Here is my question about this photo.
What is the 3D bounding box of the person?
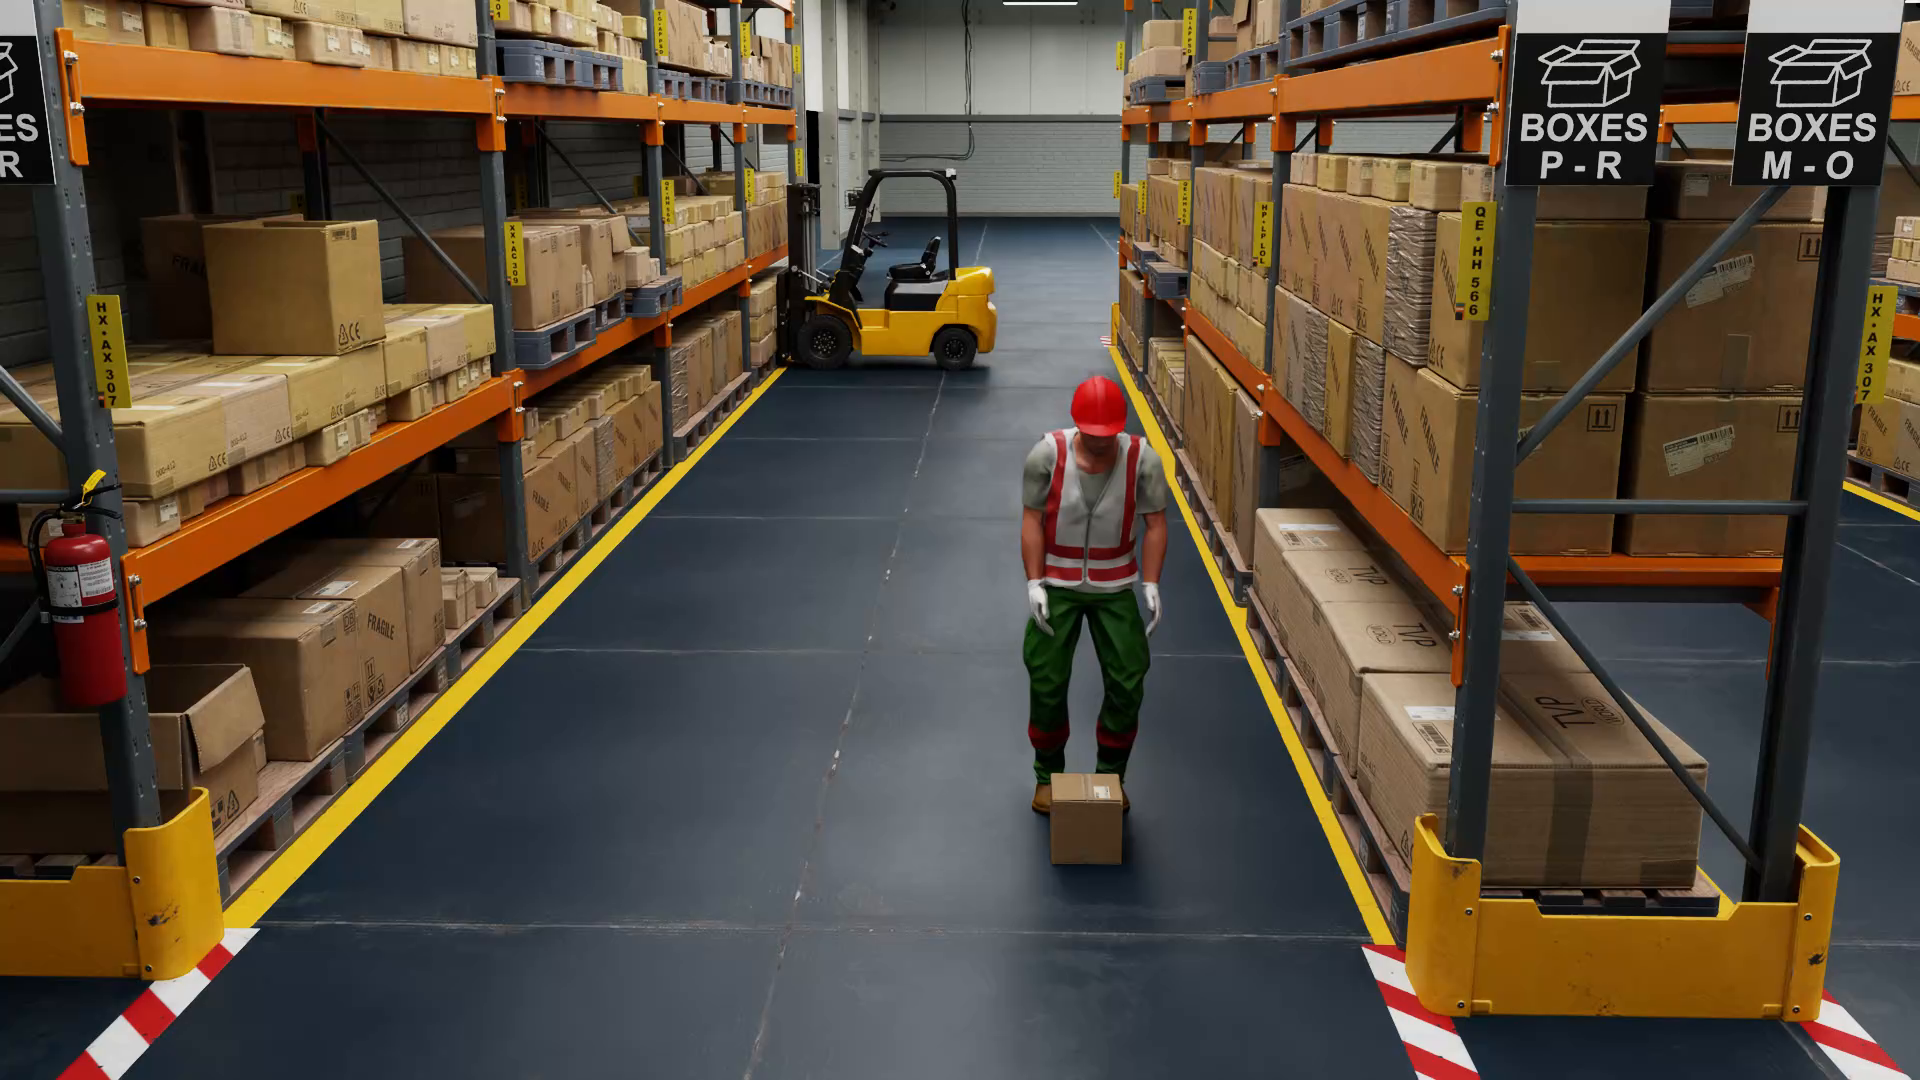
[{"bbox_3d":[0.505,0.205,6.306,0.554,1.699,0.516,1,14,3],"label":"person"}]
